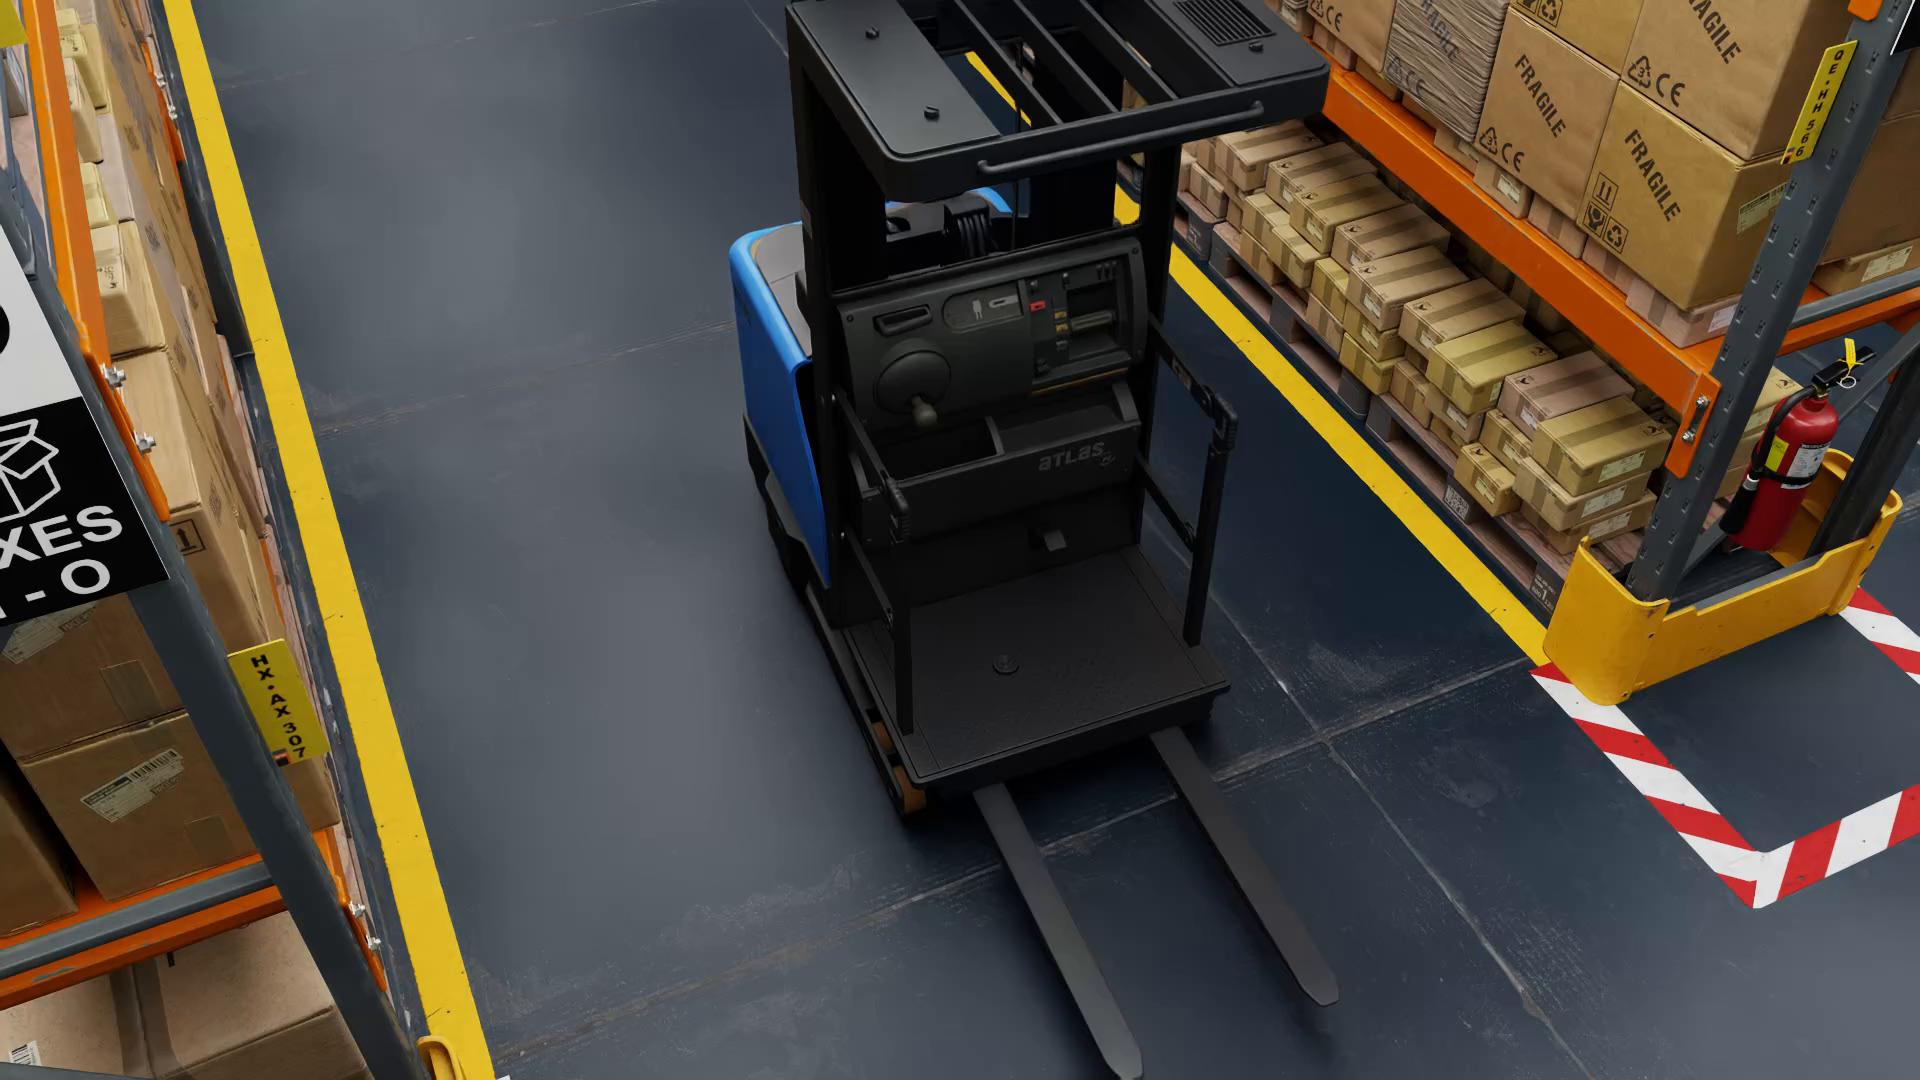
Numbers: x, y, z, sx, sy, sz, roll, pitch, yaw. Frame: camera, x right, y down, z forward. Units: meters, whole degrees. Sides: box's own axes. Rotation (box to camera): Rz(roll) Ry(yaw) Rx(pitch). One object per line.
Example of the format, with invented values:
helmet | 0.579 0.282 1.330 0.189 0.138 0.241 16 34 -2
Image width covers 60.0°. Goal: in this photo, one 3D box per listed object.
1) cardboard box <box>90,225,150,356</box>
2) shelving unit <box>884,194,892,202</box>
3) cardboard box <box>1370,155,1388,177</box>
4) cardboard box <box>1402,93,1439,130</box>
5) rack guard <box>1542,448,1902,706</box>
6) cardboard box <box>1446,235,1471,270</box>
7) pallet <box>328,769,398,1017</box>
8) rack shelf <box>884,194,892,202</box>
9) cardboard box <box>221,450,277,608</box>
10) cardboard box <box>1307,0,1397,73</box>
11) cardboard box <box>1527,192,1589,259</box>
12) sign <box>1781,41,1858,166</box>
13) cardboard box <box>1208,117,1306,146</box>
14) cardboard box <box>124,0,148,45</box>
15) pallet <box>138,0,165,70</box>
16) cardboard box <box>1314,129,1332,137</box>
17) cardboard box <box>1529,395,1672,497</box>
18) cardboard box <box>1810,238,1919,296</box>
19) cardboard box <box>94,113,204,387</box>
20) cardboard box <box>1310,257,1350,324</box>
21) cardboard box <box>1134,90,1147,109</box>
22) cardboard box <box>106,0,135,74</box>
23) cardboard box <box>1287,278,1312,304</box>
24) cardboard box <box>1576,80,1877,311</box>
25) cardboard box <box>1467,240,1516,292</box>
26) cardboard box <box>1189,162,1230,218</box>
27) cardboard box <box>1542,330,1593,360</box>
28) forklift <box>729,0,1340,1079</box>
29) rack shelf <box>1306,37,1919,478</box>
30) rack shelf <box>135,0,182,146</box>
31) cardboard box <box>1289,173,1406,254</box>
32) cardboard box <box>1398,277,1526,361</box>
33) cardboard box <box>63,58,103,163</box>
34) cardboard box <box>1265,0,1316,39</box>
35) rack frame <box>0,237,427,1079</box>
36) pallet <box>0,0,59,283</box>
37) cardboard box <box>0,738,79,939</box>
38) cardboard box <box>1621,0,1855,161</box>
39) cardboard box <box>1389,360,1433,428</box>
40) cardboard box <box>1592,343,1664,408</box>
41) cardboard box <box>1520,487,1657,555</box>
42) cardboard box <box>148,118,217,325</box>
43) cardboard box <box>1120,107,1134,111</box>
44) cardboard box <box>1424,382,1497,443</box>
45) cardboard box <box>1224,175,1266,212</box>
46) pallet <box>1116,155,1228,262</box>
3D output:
cardboard box | -1.861 -0.469 3.345 0.380 0.149 0.250 -17 47 -16
shelving unit | -0.346 -1.083 6.493 0.258 1.200 0.503 -16 47 -15
cardboard box | 1.985 -1.656 7.099 0.380 0.149 0.250 -20 48 -19
cardboard box | 1.810 -1.601 5.916 0.380 0.149 0.250 -20 48 -19
rack guard | 2.634 0.122 5.770 1.175 0.500 0.348 -18 47 -17
cardboard box | 2.072 -1.188 6.837 0.380 0.149 0.250 -16 47 -15
pallet | -2.190 1.313 4.769 1.003 0.211 1.213 -18 47 -17
rack shelf | -0.346 -1.362 6.217 0.258 0.148 0.480 -16 47 -15
cardboard box | -1.962 0.066 3.976 0.500 0.500 0.500 -19 48 -18
cardboard box | 1.609 -2.042 5.901 0.500 0.500 0.500 -16 47 -15
cardboard box | 2.082 -1.079 5.387 0.380 0.149 0.250 -18 48 -18
sign | 2.154 -1.093 4.173 0.100 0.325 0.005 -18 47 -17
cardboard box | 1.284 -1.835 7.281 0.380 0.149 0.250 -19 48 -18
cardboard box | -3.410 -2.047 6.296 0.500 0.250 0.500 -19 48 -18
pallet | -4.884 -2.774 8.911 1.003 0.211 1.213 -18 47 -17
cardboard box | 1.675 -1.879 7.538 0.380 0.149 0.250 -18 47 -17
cardboard box | 2.213 -0.328 5.754 0.380 0.149 0.250 -18 47 -17
cardboard box | 2.827 -0.933 5.239 0.380 0.149 0.250 -18 48 -18
cardboard box | -2.174 -0.628 3.967 0.500 0.500 0.500 -18 48 -18
cardboard box | 1.644 -1.038 6.685 0.380 0.149 0.250 -16 47 -15
cardboard box | 1.034 -2.049 7.710 0.380 0.149 0.250 -18 47 -17
cardboard box | -2.810 -1.589 4.941 0.500 0.500 0.500 -19 48 -18
cardboard box | 1.608 -1.117 6.977 0.380 0.149 0.250 -17 47 -16
cardboard box | 2.243 -1.071 4.917 0.500 0.500 0.500 -17 47 -17
cardboard box | 2.251 -1.152 6.589 0.380 0.149 0.250 -16 47 -16
cardboard box | 1.261 -1.617 7.483 0.380 0.149 0.250 -19 48 -18
cardboard box | 2.431 -0.691 6.333 0.380 0.149 0.250 -17 47 -17
forklift | 0.192 -0.504 4.674 1.130 2.935 3.031 -16 47 -15
rack shelf | 1.825 -1.738 6.388 1.077 0.370 4.000 -18 47 -17
rack shelf | -4.306 -2.761 7.424 1.077 0.370 4.000 -18 47 -17
cardboard box | 1.575 -1.331 6.770 0.380 0.149 0.250 -18 47 -17
cardboard box | 1.884 -0.817 6.249 0.380 0.149 0.250 -20 48 -19
cardboard box | -2.213 -0.955 3.837 0.380 0.149 0.250 -18 47 -17
cardboard box | 1.404 -2.077 6.398 0.380 0.149 0.250 -16 47 -16
rack frame | -1.783 0.807 3.297 1.000 3.000 0.127 -18 47 -17
pallet | -2.104 -0.699 2.750 1.003 0.211 1.213 -18 47 -17
cardboard box | -2.226 0.542 3.494 0.500 0.500 0.500 -18 47 -17
cardboard box | 2.248 -1.435 4.574 0.500 0.500 0.500 -19 48 -18
cardboard box | 1.906 -0.609 6.463 0.380 0.149 0.250 -18 47 -17
cardboard box | 2.529 -0.640 6.070 0.380 0.149 0.250 -17 47 -17
cardboard box | 2.255 -0.128 5.975 0.380 0.149 0.250 -17 47 -17
cardboard box | -2.592 -0.915 4.971 0.500 0.500 0.500 -19 48 -18
cardboard box | 0.845 -2.076 7.949 0.380 0.149 0.250 -20 48 -19
cardboard box | 1.965 -0.543 6.183 0.380 0.149 0.250 -20 48 -19
cardboard box | 1.374 -1.549 7.203 0.380 0.149 0.250 -16 47 -16
pallet | 1.298 -1.858 7.983 1.003 0.211 1.213 -18 47 -17
